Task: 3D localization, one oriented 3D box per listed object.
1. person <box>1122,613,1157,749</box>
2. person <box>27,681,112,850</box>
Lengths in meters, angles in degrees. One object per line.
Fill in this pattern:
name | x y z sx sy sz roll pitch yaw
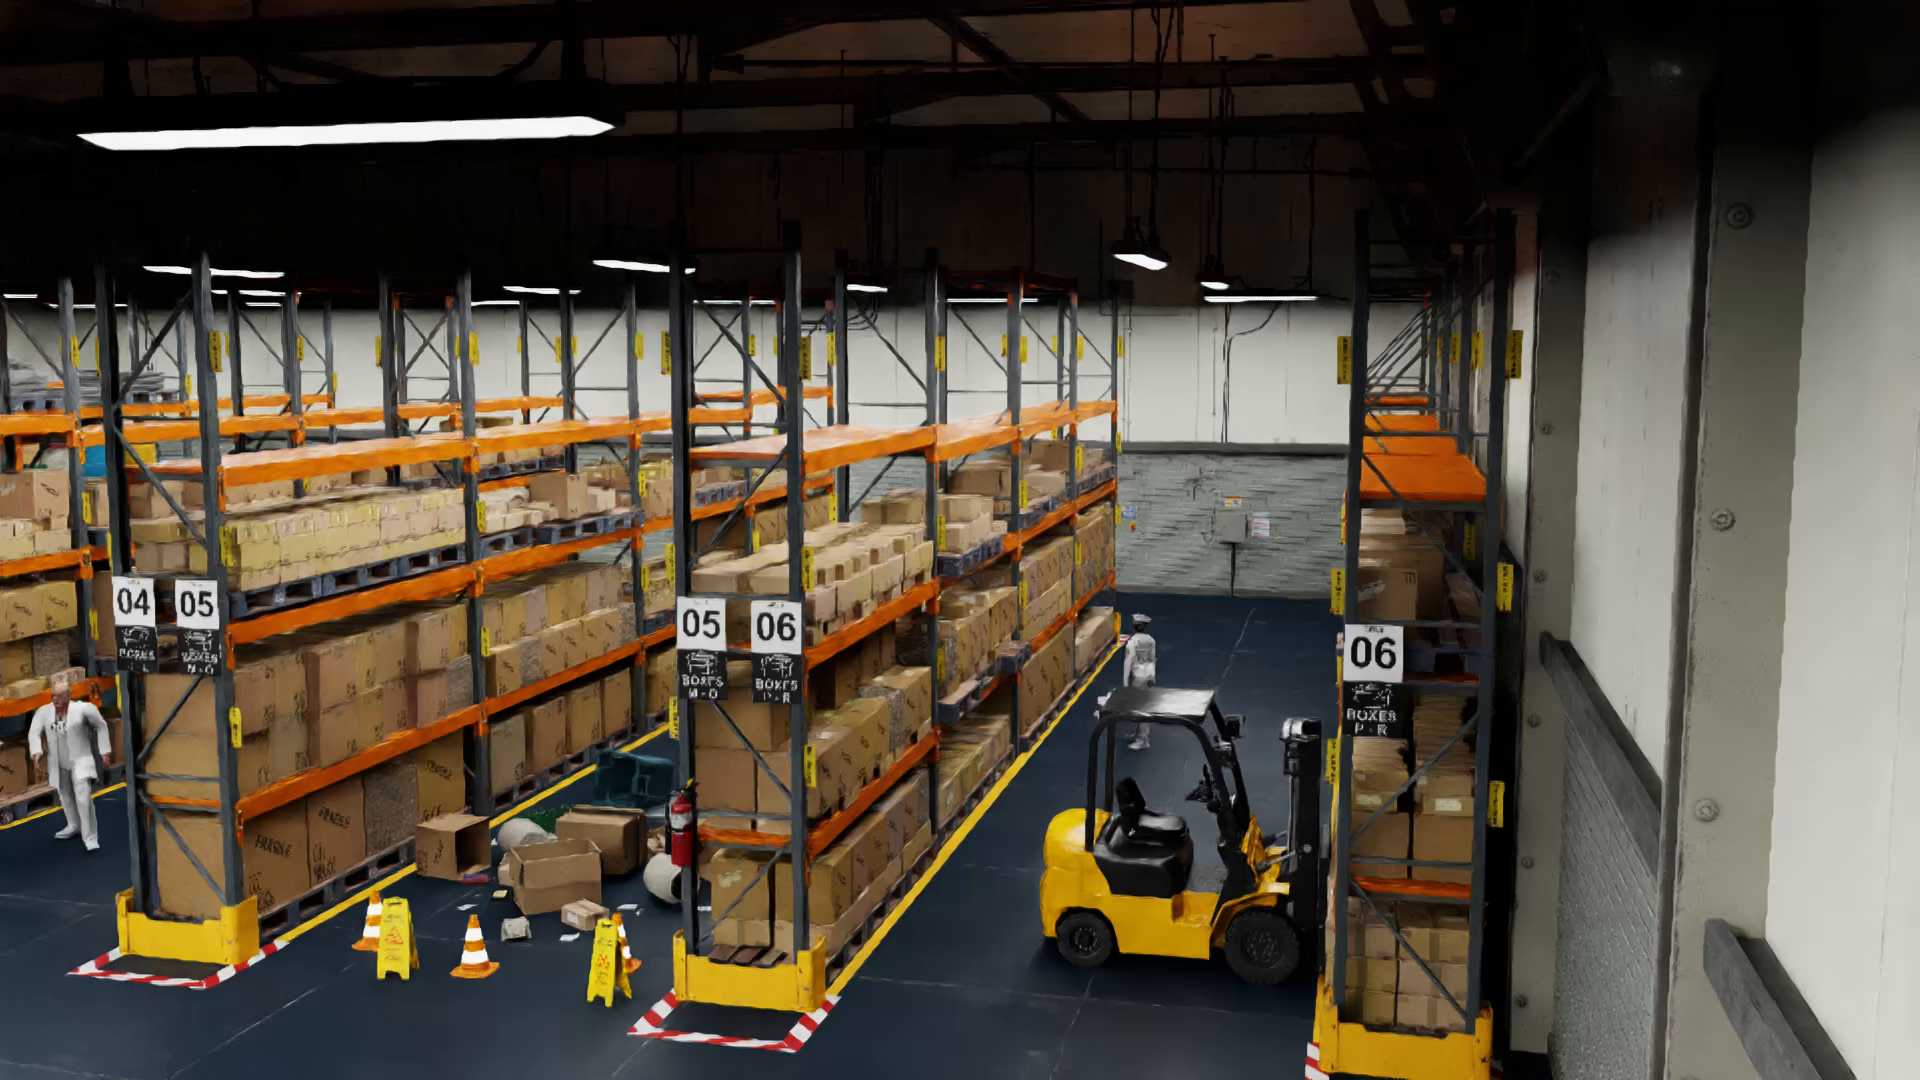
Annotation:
person | 2.257 1.764 21.049 0.544 1.667 0.572 7 10 44
person | -9.028 2.249 16.918 0.737 1.714 0.889 0 7 -4
